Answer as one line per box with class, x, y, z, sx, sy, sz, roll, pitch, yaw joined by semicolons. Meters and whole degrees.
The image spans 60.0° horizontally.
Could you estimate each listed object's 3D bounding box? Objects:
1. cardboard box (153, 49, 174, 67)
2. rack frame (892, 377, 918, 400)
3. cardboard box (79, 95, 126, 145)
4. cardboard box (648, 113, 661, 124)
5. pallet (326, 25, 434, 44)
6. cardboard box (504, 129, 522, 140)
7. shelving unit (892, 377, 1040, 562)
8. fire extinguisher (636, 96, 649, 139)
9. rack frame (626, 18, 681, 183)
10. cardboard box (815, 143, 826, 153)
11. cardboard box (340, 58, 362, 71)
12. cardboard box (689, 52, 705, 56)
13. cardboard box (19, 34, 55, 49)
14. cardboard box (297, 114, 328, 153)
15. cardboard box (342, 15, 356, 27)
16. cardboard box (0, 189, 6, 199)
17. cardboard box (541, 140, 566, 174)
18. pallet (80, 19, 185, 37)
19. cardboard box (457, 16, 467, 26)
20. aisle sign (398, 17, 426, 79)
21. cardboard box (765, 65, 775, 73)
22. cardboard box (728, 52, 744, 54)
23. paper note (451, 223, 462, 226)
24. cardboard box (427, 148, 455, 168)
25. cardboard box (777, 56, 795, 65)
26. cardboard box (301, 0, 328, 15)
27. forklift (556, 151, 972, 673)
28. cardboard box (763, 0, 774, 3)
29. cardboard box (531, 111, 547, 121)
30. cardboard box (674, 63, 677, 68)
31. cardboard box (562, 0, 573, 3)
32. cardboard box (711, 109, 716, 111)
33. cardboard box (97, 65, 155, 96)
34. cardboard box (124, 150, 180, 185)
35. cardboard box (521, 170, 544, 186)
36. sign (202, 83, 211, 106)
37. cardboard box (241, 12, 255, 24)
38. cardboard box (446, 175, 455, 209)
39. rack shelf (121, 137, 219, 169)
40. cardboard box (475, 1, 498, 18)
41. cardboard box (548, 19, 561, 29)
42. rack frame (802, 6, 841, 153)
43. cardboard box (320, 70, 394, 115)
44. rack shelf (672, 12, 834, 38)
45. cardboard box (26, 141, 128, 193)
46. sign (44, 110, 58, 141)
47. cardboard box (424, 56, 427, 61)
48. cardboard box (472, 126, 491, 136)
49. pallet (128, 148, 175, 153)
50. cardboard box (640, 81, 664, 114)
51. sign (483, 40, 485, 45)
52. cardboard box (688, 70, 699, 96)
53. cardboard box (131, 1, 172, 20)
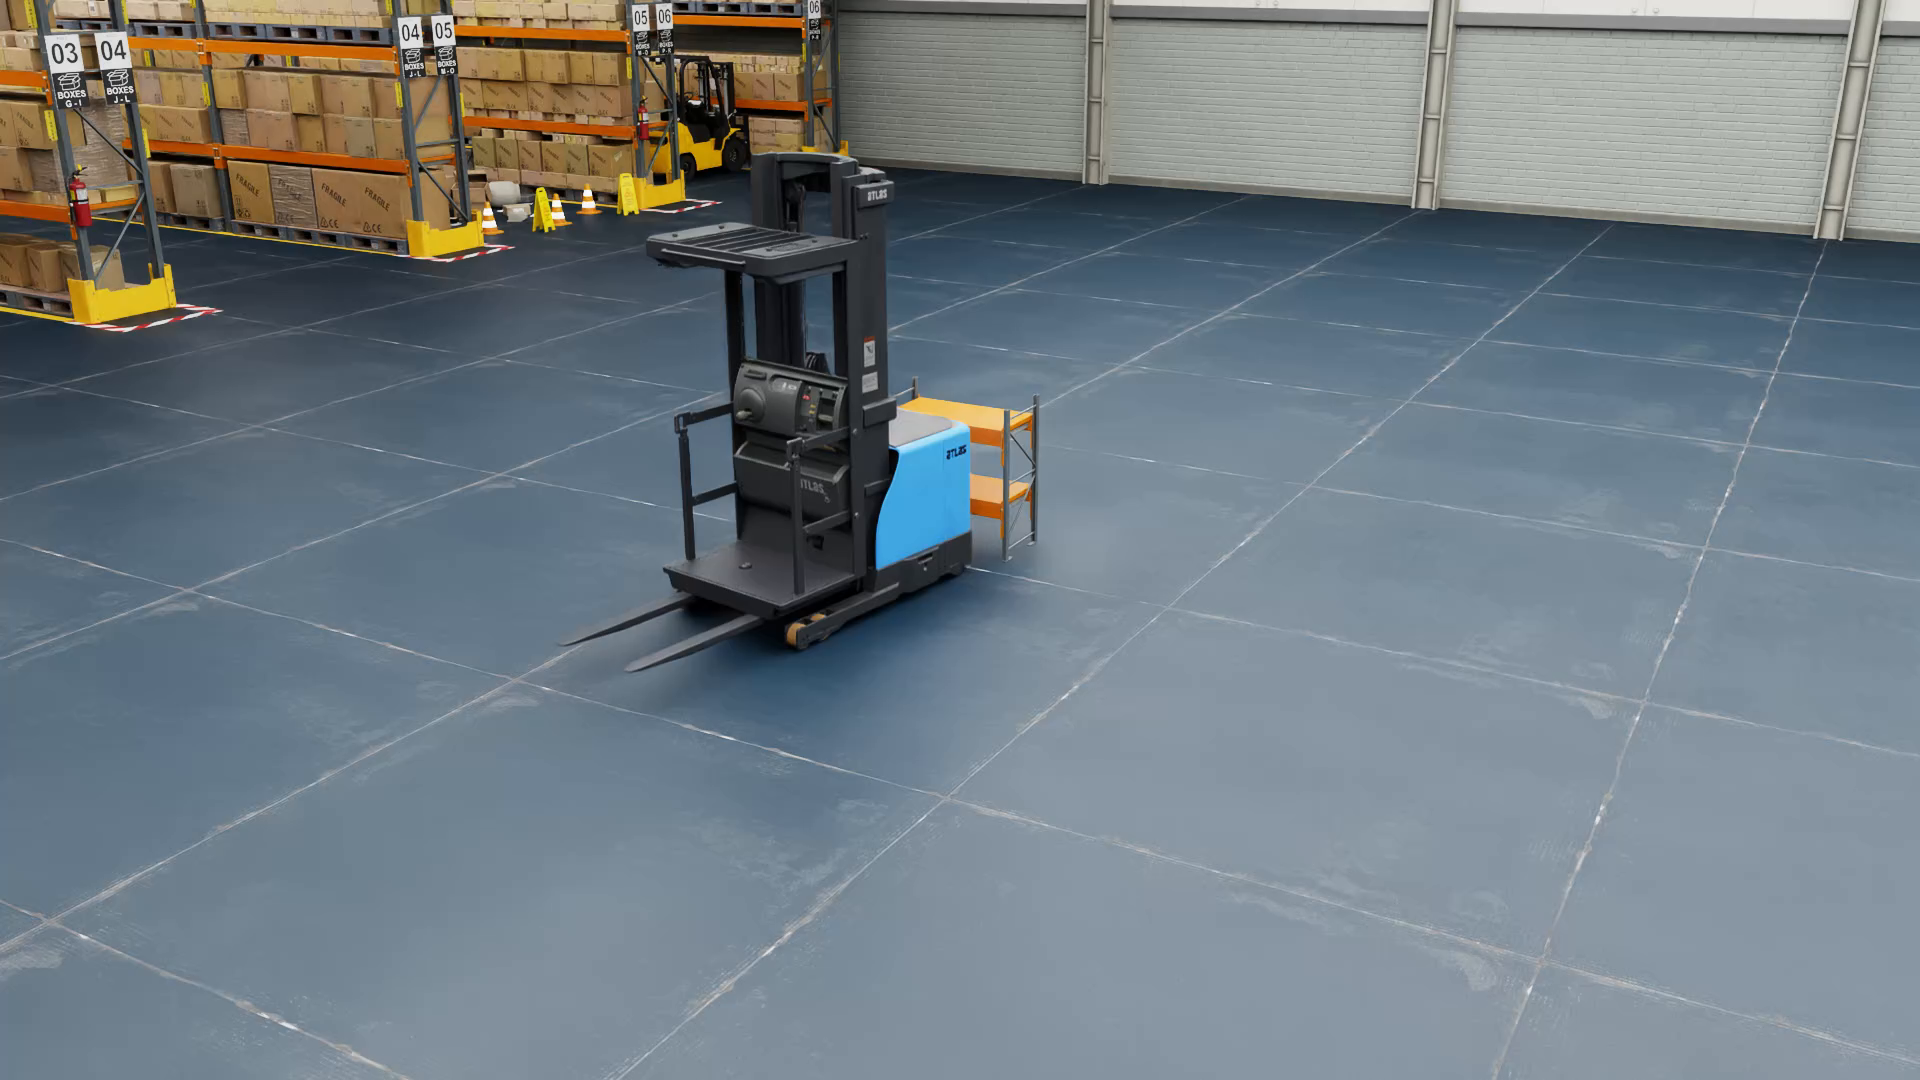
cardboard box;-15.253;-9.399;32.263;0.500;0.500;0.500;11;23;28
rack frame;-0.450;-0.614;12.409;0.032;1.125;0.500;11;23;27
cardboard box;-10.201;-4.924;19.491;0.500;0.500;0.500;11;23;27
cardboard box;-5.216;-7.045;27.755;0.250;0.149;0.380;11;23;28
pallet;-7.999;-7.043;23.113;1.213;0.211;1.003;11;23;27
cardboard box;-7.600;-6.970;28.547;0.250;0.149;0.380;12;23;29
shelving unit;-0.006;-0.530;12.176;1.048;1.125;0.538;11;23;27
fire extinguisher;-5.145;-6.852;26.970;0.183;0.674;0.296;11;23;27
rack frame;-5.021;-7.045;27.387;0.127;3.000;1.000;11;23;27
cardboard box;-2.937;-7.568;32.245;0.500;0.250;0.500;11;23;28
cardboard box;-10.800;-8.445;30.048;0.500;0.500;0.500;11;23;28
cardboard box;-5.048;-9.374;32.274;0.250;0.149;0.380;10;22;26
cardboard box;-10.248;-5.575;18.571;0.250;0.149;0.380;11;23;27
cardboard box;-9.094;-5.964;24.189;0.500;0.550;0.875;11;23;27
cardboard box;-8.246;-7.130;22.829;0.250;0.149;0.380;11;23;28
cardboard box;-11.302;-4.165;19.818;0.250;0.149;0.380;11;23;27
cardboard box;-6.742;-6.529;28.283;0.500;0.500;0.500;10;22;26
pallet;-12.765;-7.930;25.705;1.213;0.211;1.003;12;23;30
cardboard box;-8.359;-8.876;28.404;0.250;0.149;0.380;10;22;26
aisle sign;-7.431;-6.675;22.556;0.004;0.787;0.394;11;23;27
cardboard box;-3.477;-8.944;31.526;0.250;0.149;0.380;11;23;28
cardboard box;-4.361;-9.443;32.464;0.250;0.149;0.380;12;23;29
paper note;-7.851;-4.917;25.878;0.144;0.017;0.142;-16;26;-38
cardboard box;-9.601;-6.877;30.163;0.625;0.372;0.950;12;23;31
cardboard box;-3.249;-9.043;31.363;0.250;0.149;0.380;11;23;27
cardboard box;-8.784;-7.444;23.109;0.500;0.250;0.500;11;22;27
forklift;-1.225;-0.880;10.493;1.130;2.935;3.031;15;25;36
cardboard box;-3.475;-10.107;31.036;0.250;0.149;0.380;10;22;26
cardboard box;-7.048;-7.195;28.169;0.250;0.149;0.380;11;23;27
cardboard box;-5.477;-9.331;32.593;0.250;0.149;0.380;11;23;27
cardboard box;-6.304;-8.872;27.223;0.250;0.149;0.380;11;23;27
cardboard box;-5.122;-8.459;33.236;0.500;0.250;0.500;10;22;27
cardboard box;-13.052;-7.156;26.080;0.500;0.500;0.700;10;22;26
cardboard box;-13.078;-5.752;26.507;0.750;0.750;1.050;11;23;28
cardboard box;-7.193;-6.263;28.650;0.500;0.250;0.500;10;22;27
sign;-11.095;-6.563;24.478;0.005;0.325;0.100;11;23;27
cardboard box;-10.024;-7.468;23.761;0.250;0.149;0.380;10;22;26
cardboard box;-8.609;-5.626;26.939;0.503;0.637;0.797;11;23;27
rack shelf;-12.585;-6.214;26.152;4.000;0.370;1.077;11;23;27
cardboard box;-7.807;-8.952;28.029;0.500;0.250;0.500;11;22;27
cardboard box;-6.573;-8.534;27.462;0.250;0.149;0.380;10;22;26
rack frame;-2.603;-8.523;31.462;0.127;3.000;1.000;11;23;27
cardboard box;-8.599;-6.403;23.815;0.550;0.550;0.875;11;23;27
rack shelf;-4.349;-9.928;31.990;4.000;0.370;1.077;11;23;27
cardboard box;-10.320;-4.381;19.461;0.500;0.500;0.875;11;23;27
sign;-10.142;-4.625;18.556;0.005;0.325;0.100;11;23;27
cardboard box;-9.634;-8.519;29.302;0.250;0.149;0.380;10;22;26
cardboard box;-10.061;-8.882;35.502;0.500;0.500;0.500;12;23;29
pallet;-16.123;-7.879;33.777;1.213;0.211;1.003;11;23;27
cardboard box;-5.299;-7.393;27.764;0.500;0.500;0.500;10;22;26
sign;-9.844;-10.197;34.496;0.005;0.325;0.100;11;23;27
cardboard box;-4.930;-8.918;32.405;0.500;0.500;0.500;11;22;27
cardboard box;-12.024;-7.943;24.923;0.500;0.250;0.500;11;22;27
